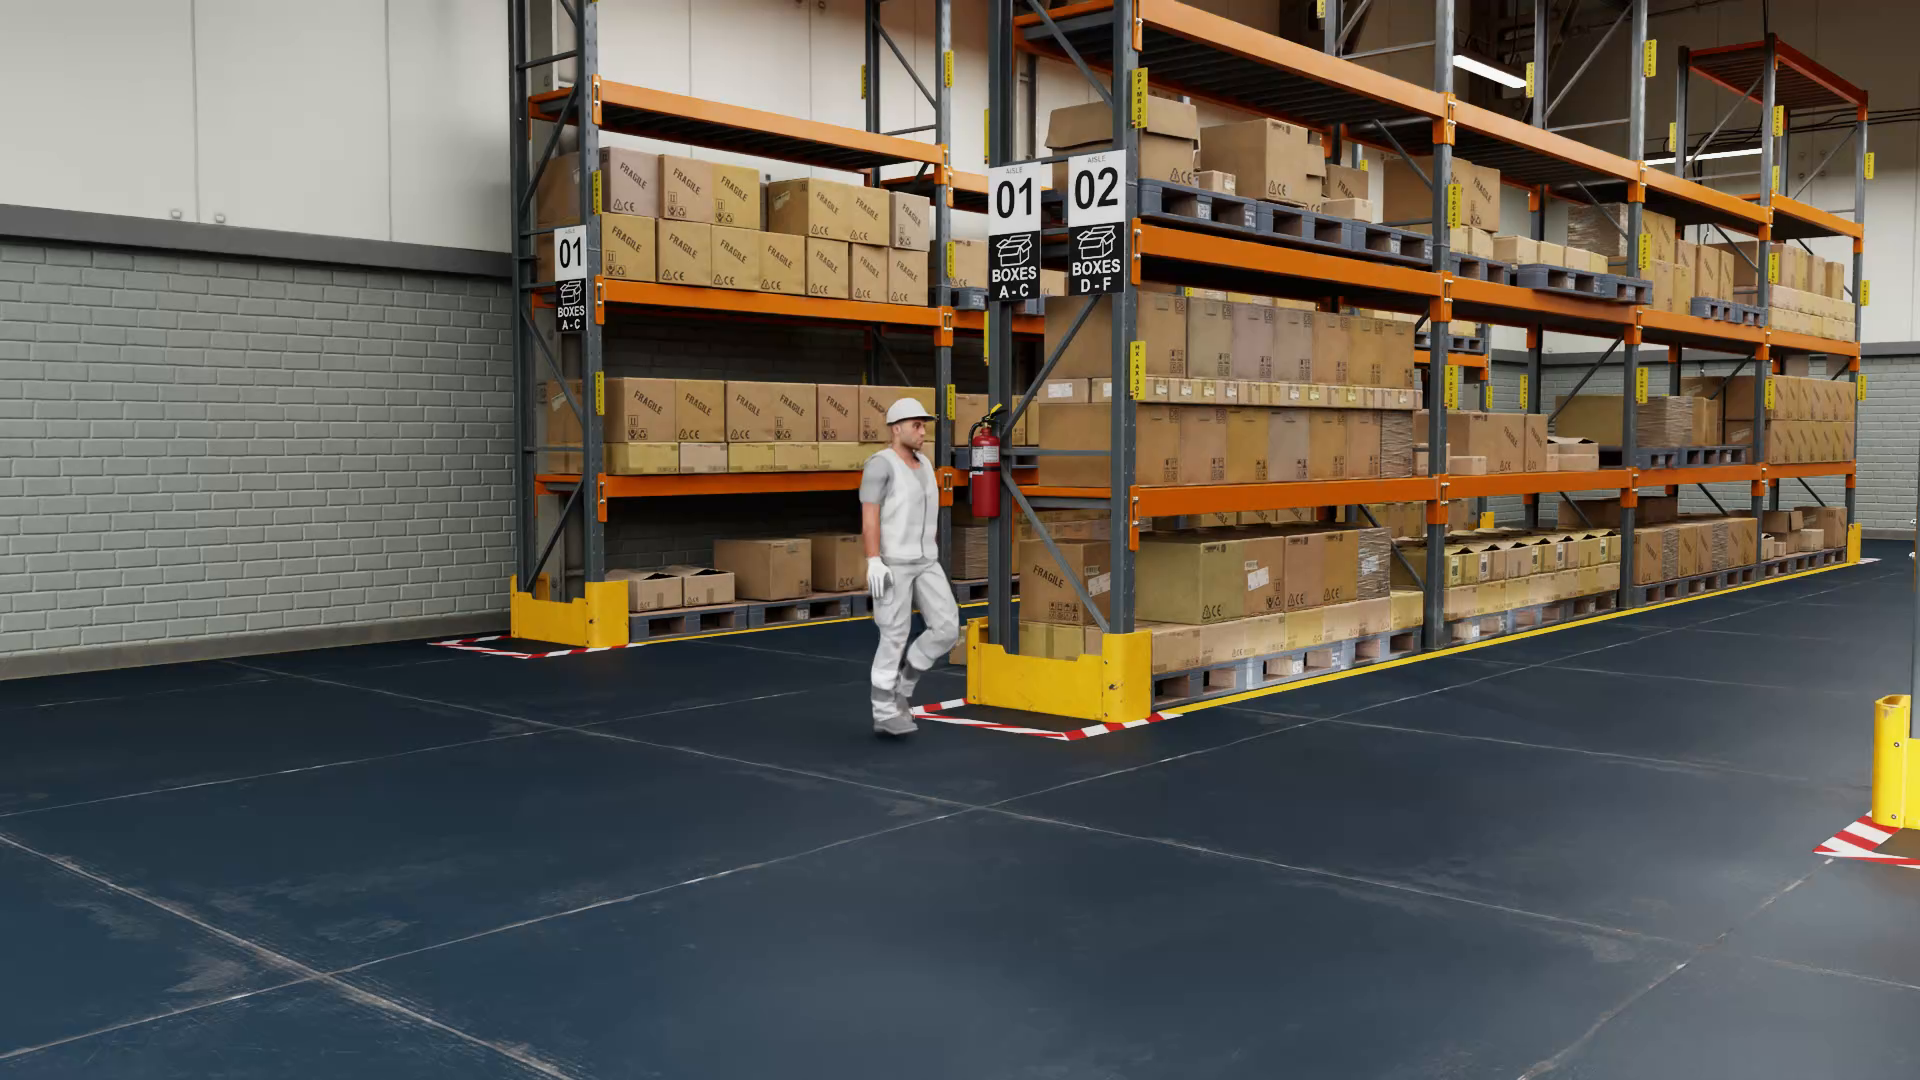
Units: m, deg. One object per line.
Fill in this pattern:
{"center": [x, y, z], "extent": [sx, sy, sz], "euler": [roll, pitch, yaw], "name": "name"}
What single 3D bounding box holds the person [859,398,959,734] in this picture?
{"center": [-0.271, 0.138, 8.806], "extent": [0.461, 1.778, 0.618], "euler": [3, 5, 42], "name": "person"}
